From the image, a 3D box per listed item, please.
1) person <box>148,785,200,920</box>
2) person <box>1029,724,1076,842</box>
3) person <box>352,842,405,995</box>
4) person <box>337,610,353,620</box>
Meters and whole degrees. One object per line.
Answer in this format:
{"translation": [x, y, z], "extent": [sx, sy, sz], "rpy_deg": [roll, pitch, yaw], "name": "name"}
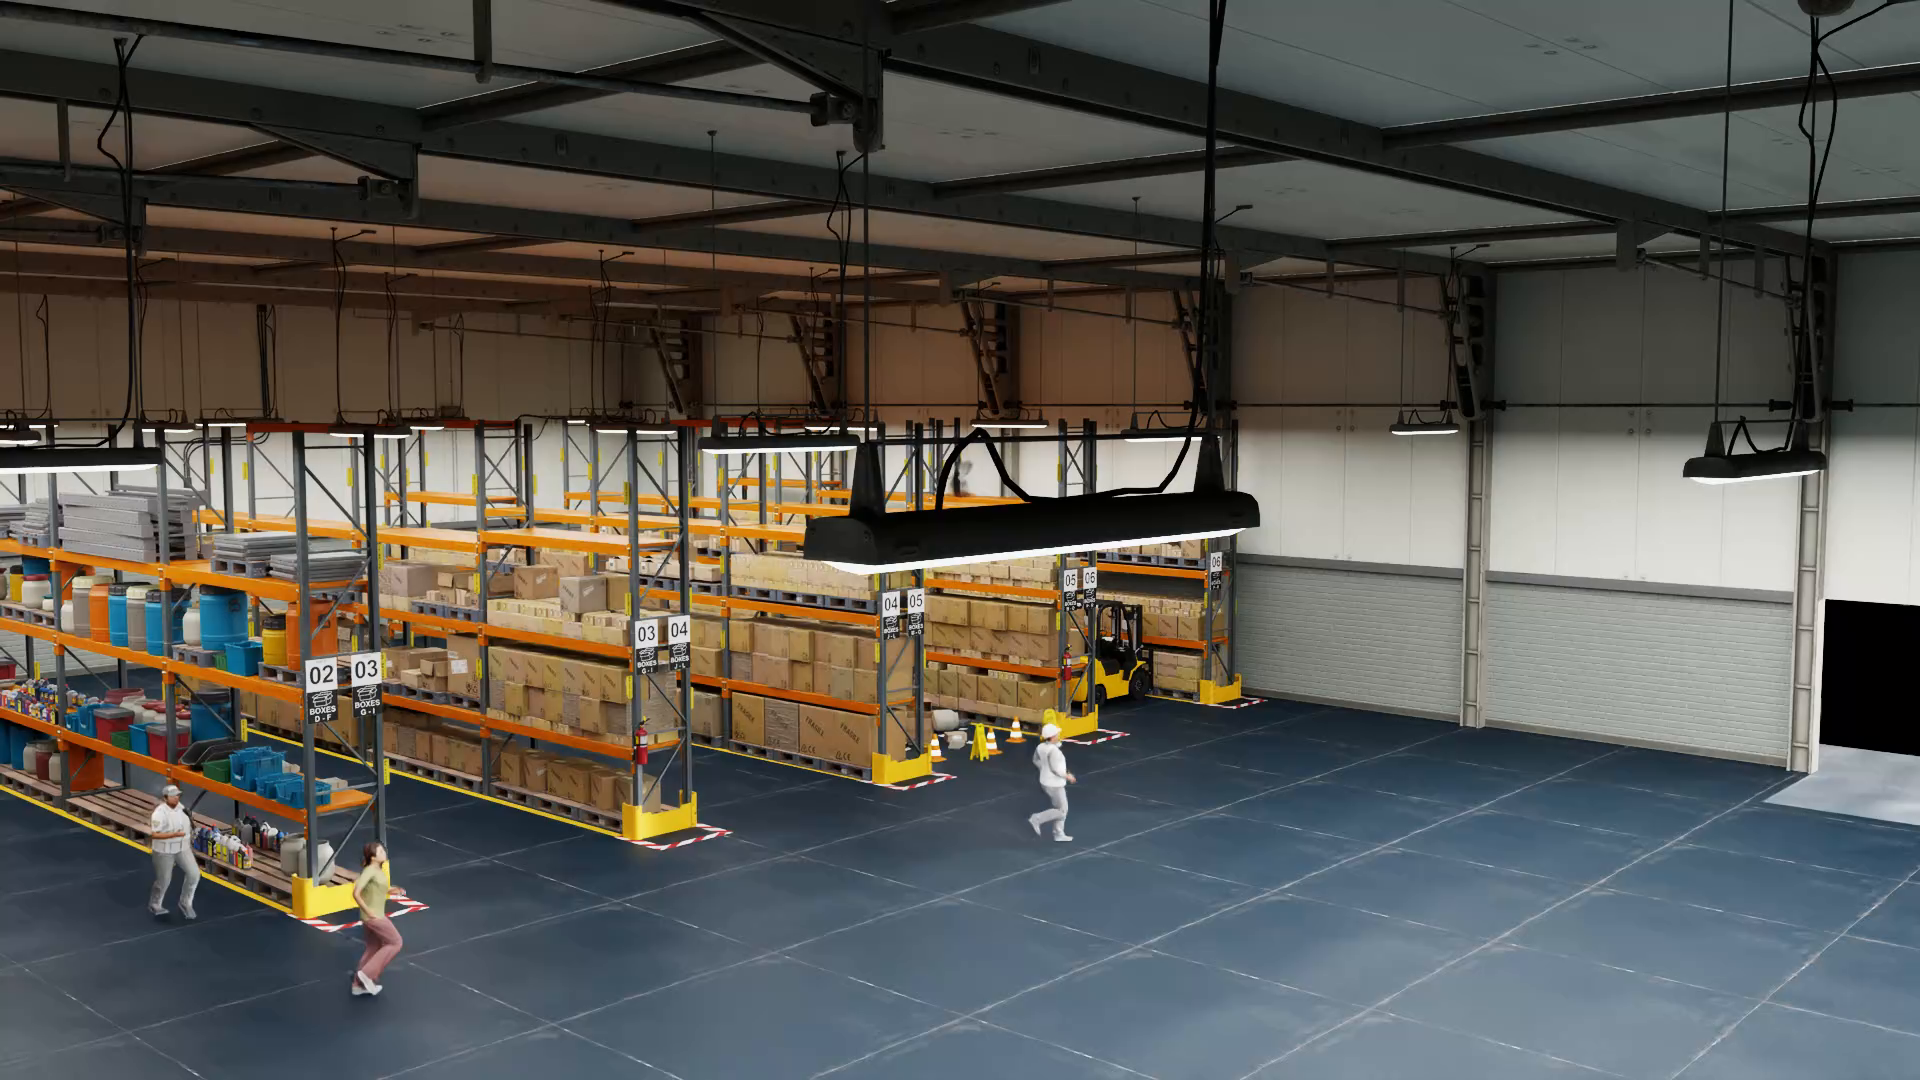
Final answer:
{"translation": [-9.665, 3.845, 20.423], "extent": [0.759, 1.705, 0.554], "rpy_deg": [3, 5, 30], "name": "person"}
{"translation": [1.296, 3.512, 23.976], "extent": [0.732, 1.745, 0.659], "rpy_deg": [-2, 5, -19], "name": "person"}
{"translation": [-6.257, 4.045, 17.866], "extent": [0.573, 1.637, 0.561], "rpy_deg": [-2, 5, -22], "name": "person"}
{"translation": [-14.249, 2.328, 38.185], "extent": [0.694, 1.715, 0.652], "rpy_deg": [1, 5, 6], "name": "person"}
